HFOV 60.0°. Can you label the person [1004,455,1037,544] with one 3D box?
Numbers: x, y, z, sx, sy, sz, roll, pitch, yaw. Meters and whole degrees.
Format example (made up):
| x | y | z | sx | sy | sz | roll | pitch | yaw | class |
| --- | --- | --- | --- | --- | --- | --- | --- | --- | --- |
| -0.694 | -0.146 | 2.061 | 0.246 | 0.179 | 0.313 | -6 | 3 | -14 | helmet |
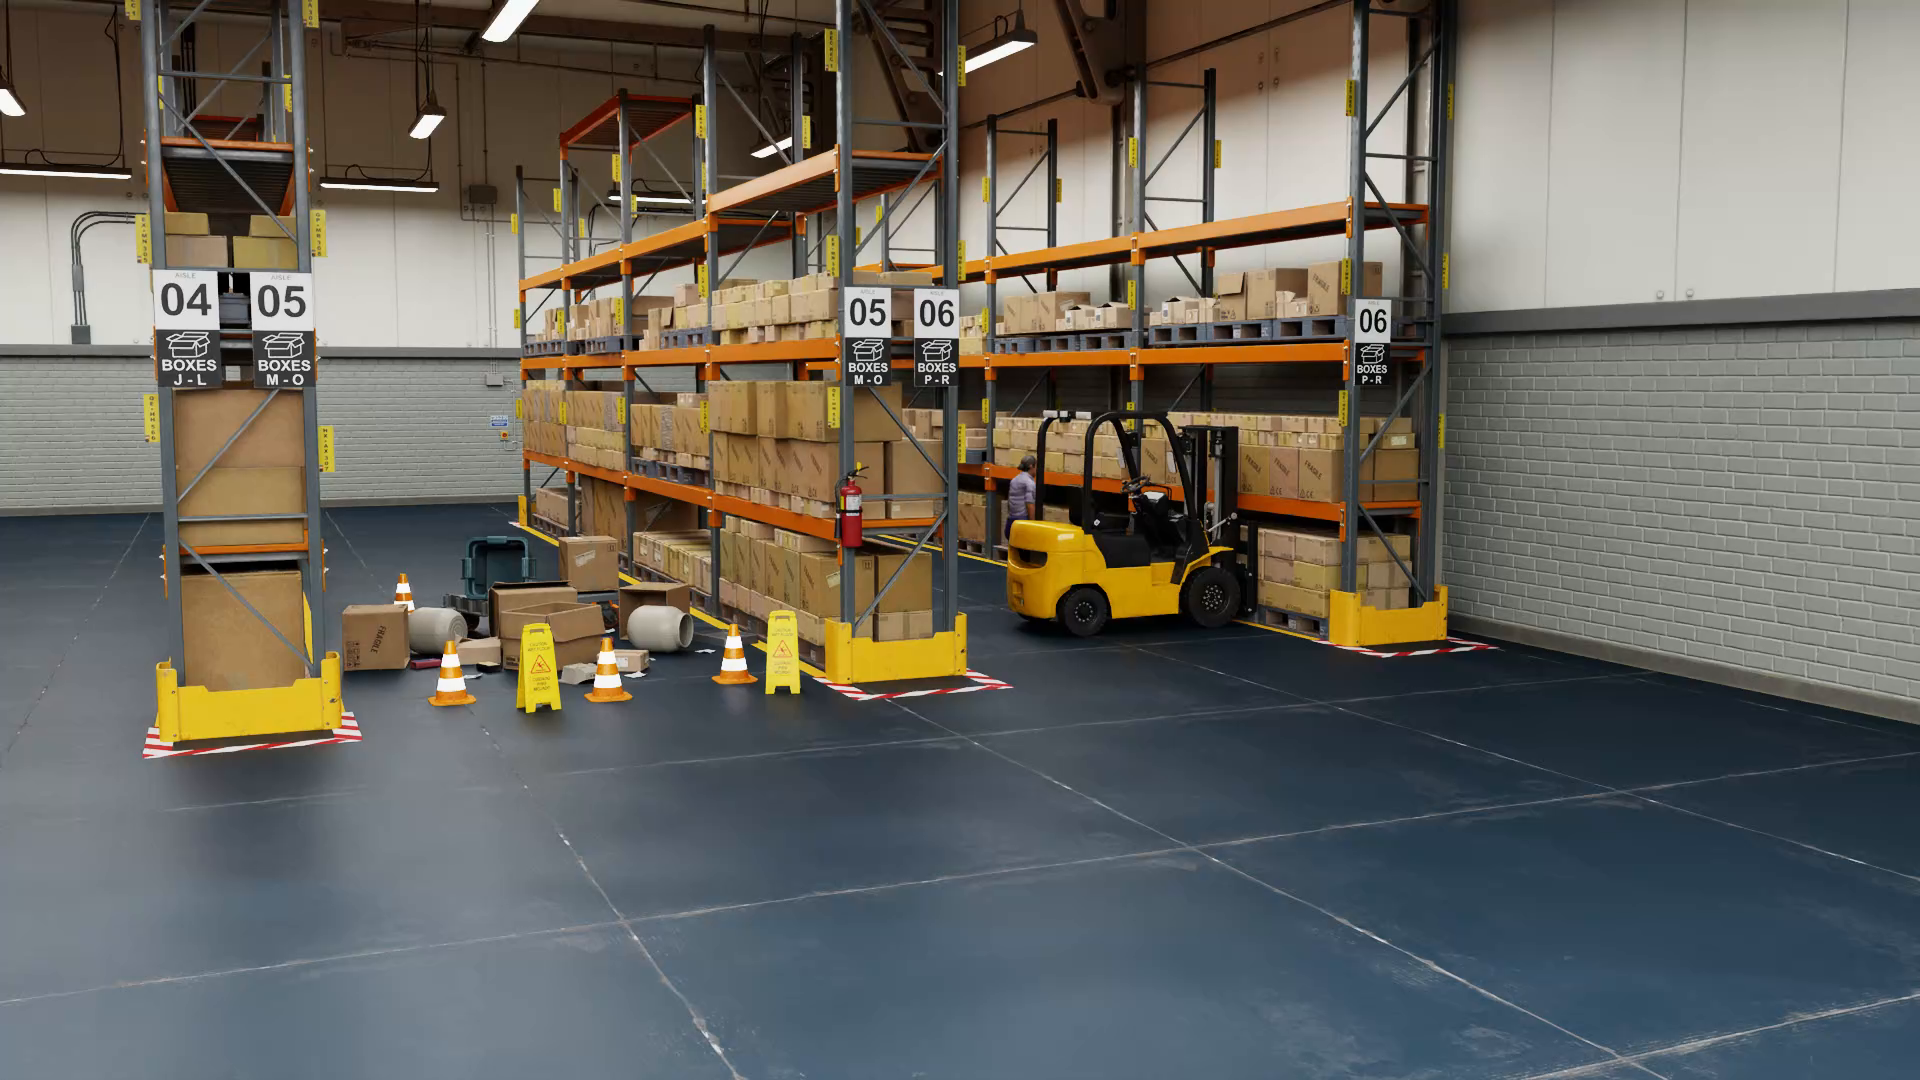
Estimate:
| x | y | z | sx | sy | sz | roll | pitch | yaw | class |
| --- | --- | --- | --- | --- | --- | --- | --- | --- | --- |
| 0.703 | -0.094 | 18.025 | 0.373 | 1.650 | 0.547 | -3 | 6 | -26 | person |
